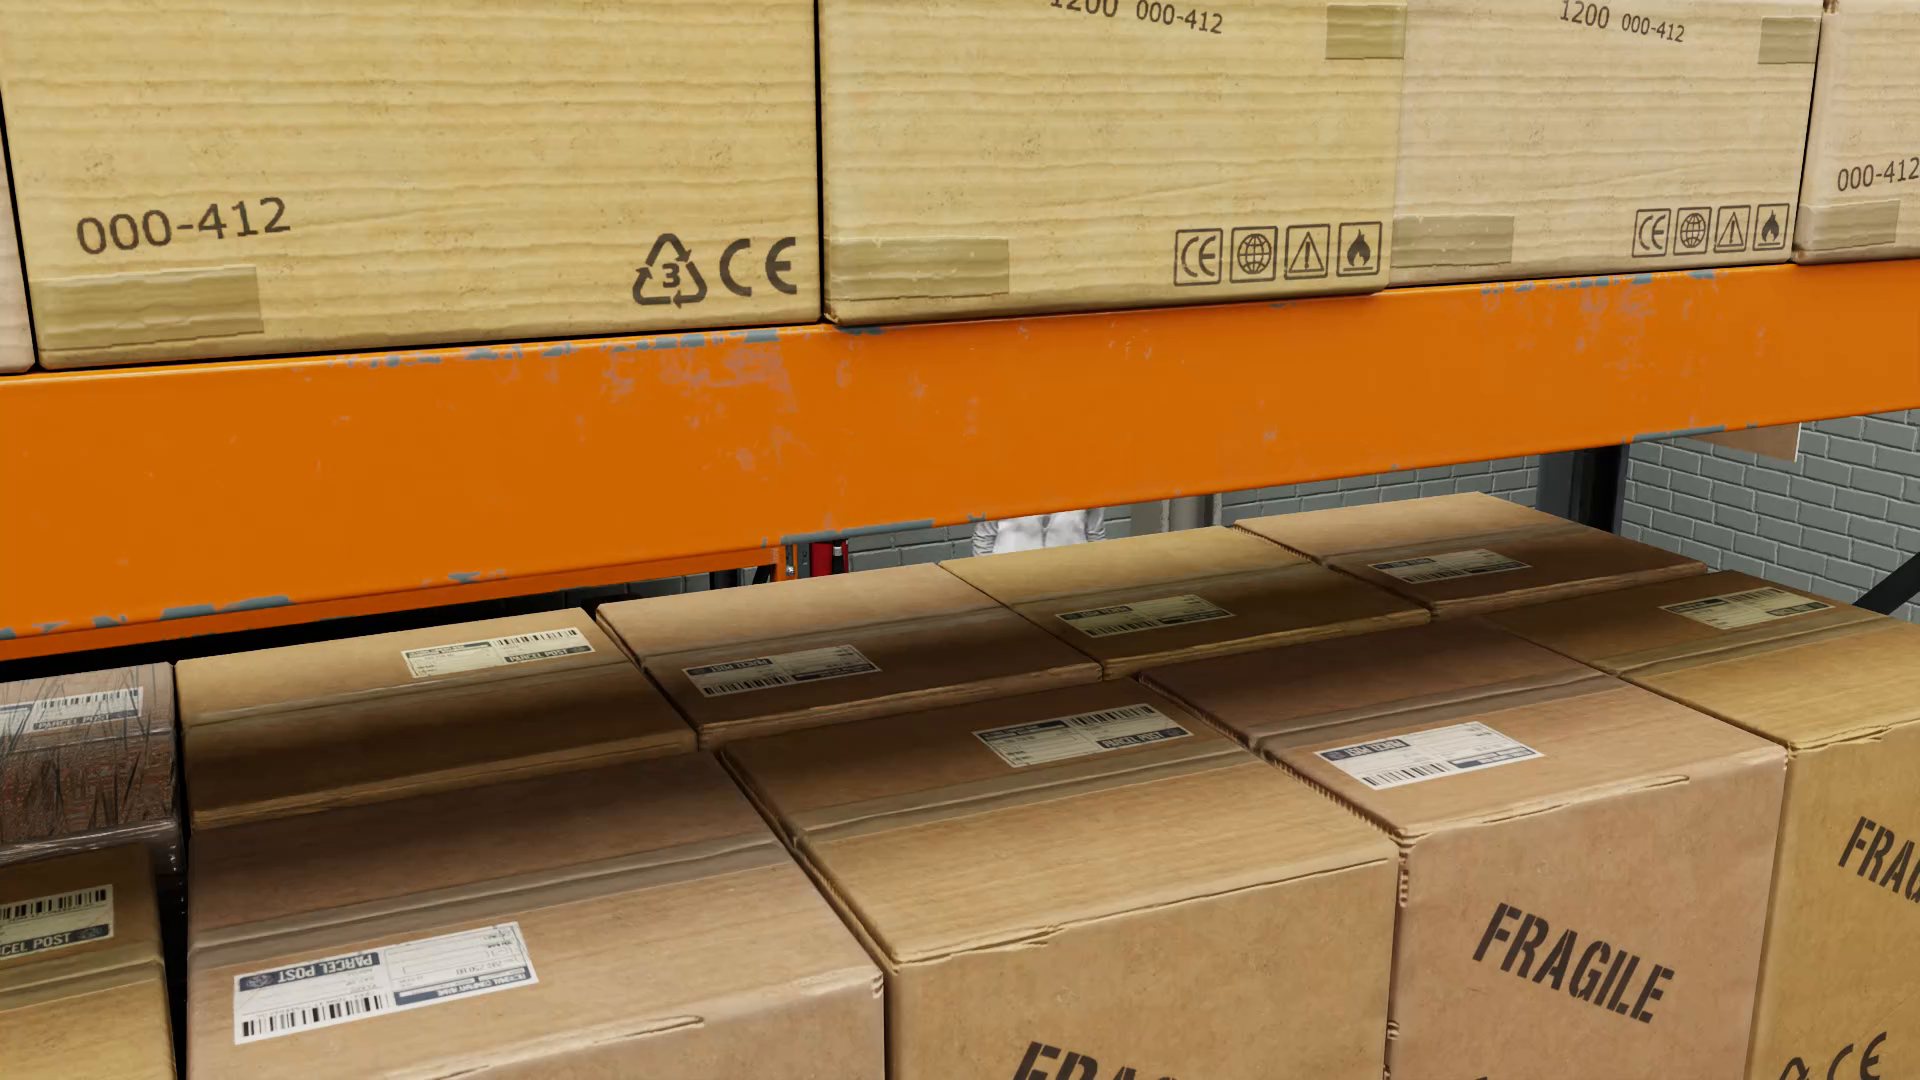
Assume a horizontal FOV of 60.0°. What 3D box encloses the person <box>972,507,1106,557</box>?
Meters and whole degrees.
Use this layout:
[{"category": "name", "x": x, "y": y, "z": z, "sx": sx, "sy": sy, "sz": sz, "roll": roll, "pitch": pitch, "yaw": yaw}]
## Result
[{"category": "person", "x": 0.339, "y": 0.233, "z": 7.103, "sx": 0.580, "sy": 1.771, "sz": 0.463, "roll": -1, "pitch": 15, "yaw": -5}]
